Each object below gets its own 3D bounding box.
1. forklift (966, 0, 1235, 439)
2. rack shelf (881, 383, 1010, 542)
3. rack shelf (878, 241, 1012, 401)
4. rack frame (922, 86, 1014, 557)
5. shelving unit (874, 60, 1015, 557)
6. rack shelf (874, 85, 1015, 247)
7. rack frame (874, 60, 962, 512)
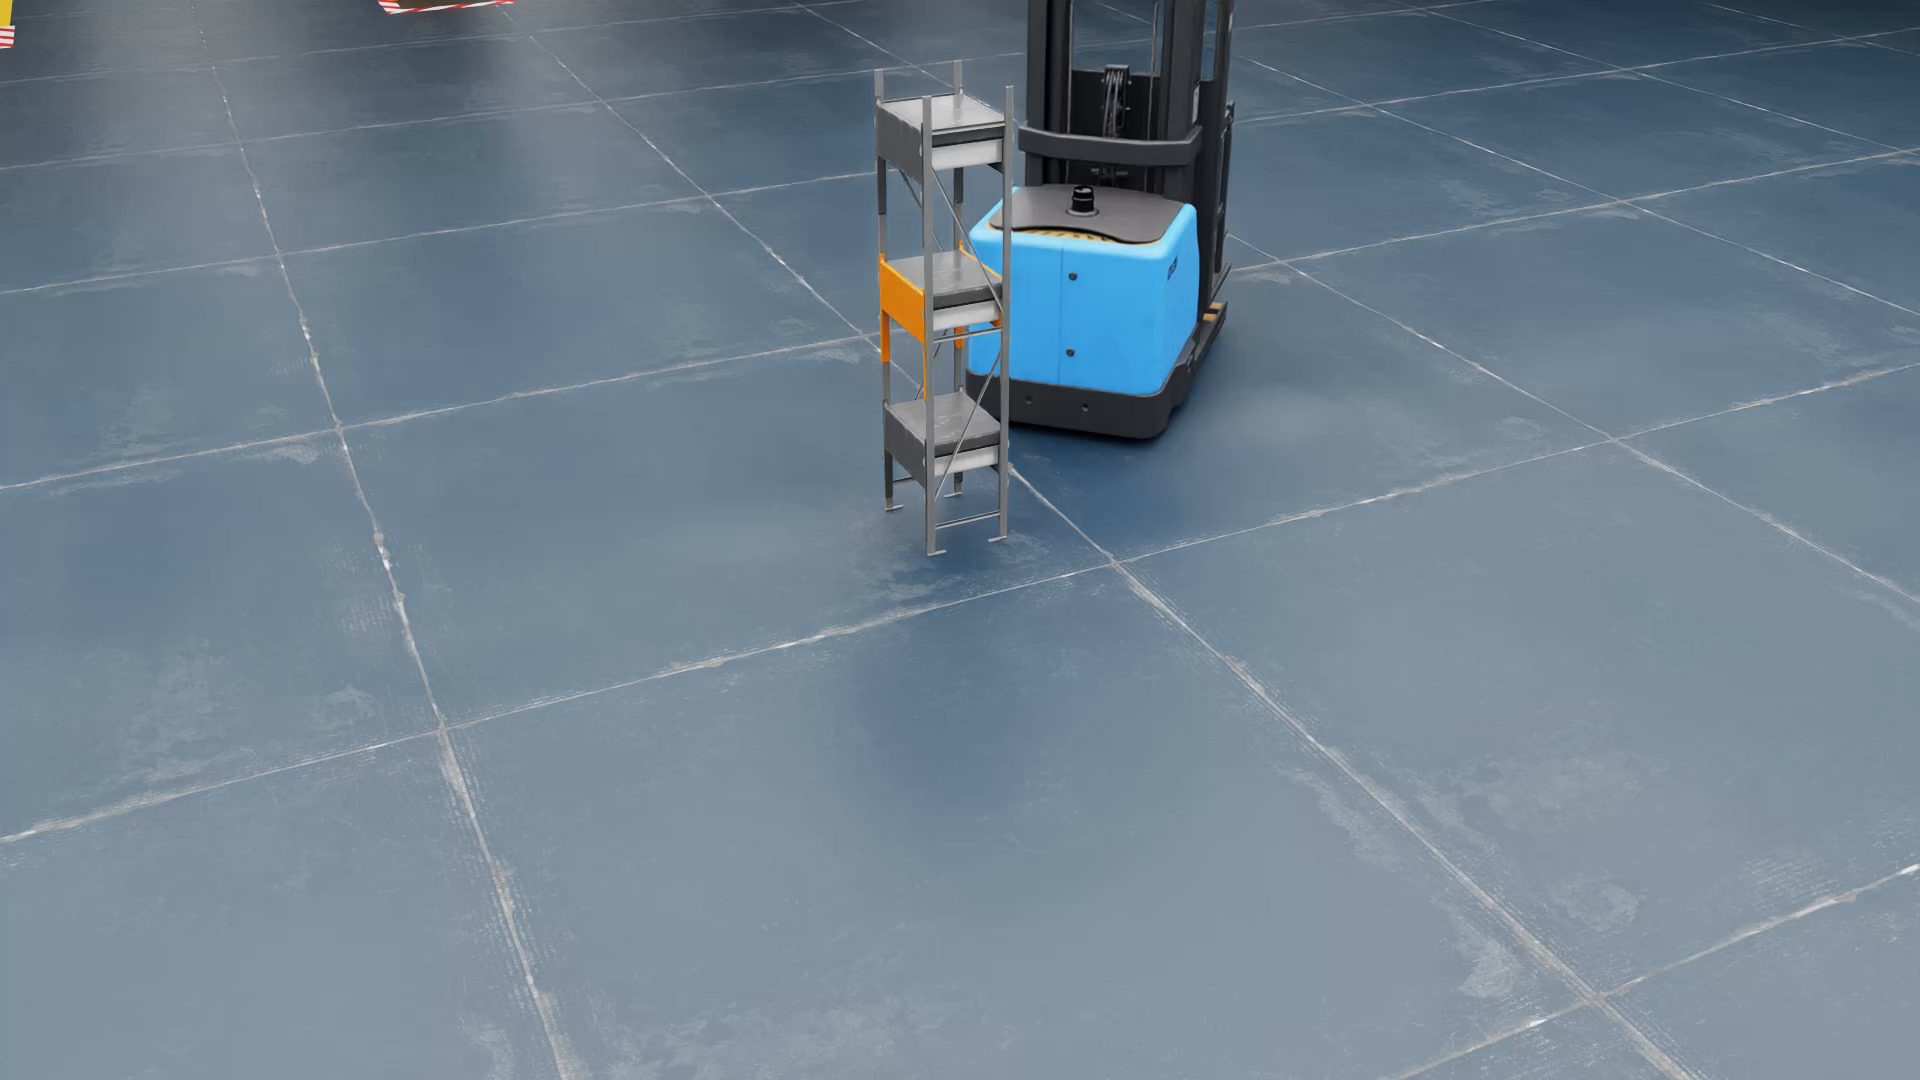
[{"bbox_3d":[0.973,-2.505,9.220,1.130,2.935,3.031,9,31,16],"label":"forklift"},{"bbox_3d":[-0.071,-0.367,7.716,0.431,0.518,0.480,-13,32,-22],"label":"rack shelf"},{"bbox_3d":[-0.071,-0.977,7.374,0.431,0.518,0.480,-13,32,-22],"label":"rack shelf"},{"bbox_3d":[0.034,-0.881,7.175,0.400,2.100,0.015,-13,32,-22],"label":"rack frame"},{"bbox_3d":[-0.071,-0.989,7.367,0.431,2.100,0.503,-13,32,-22],"label":"shelving unit"},{"bbox_3d":[-0.071,-1.588,7.031,0.431,0.518,0.480,-13,32,-22],"label":"rack shelf"},{"bbox_3d":[-0.176,-1.097,7.559,0.400,2.100,0.015,-13,32,-22],"label":"rack frame"}]
